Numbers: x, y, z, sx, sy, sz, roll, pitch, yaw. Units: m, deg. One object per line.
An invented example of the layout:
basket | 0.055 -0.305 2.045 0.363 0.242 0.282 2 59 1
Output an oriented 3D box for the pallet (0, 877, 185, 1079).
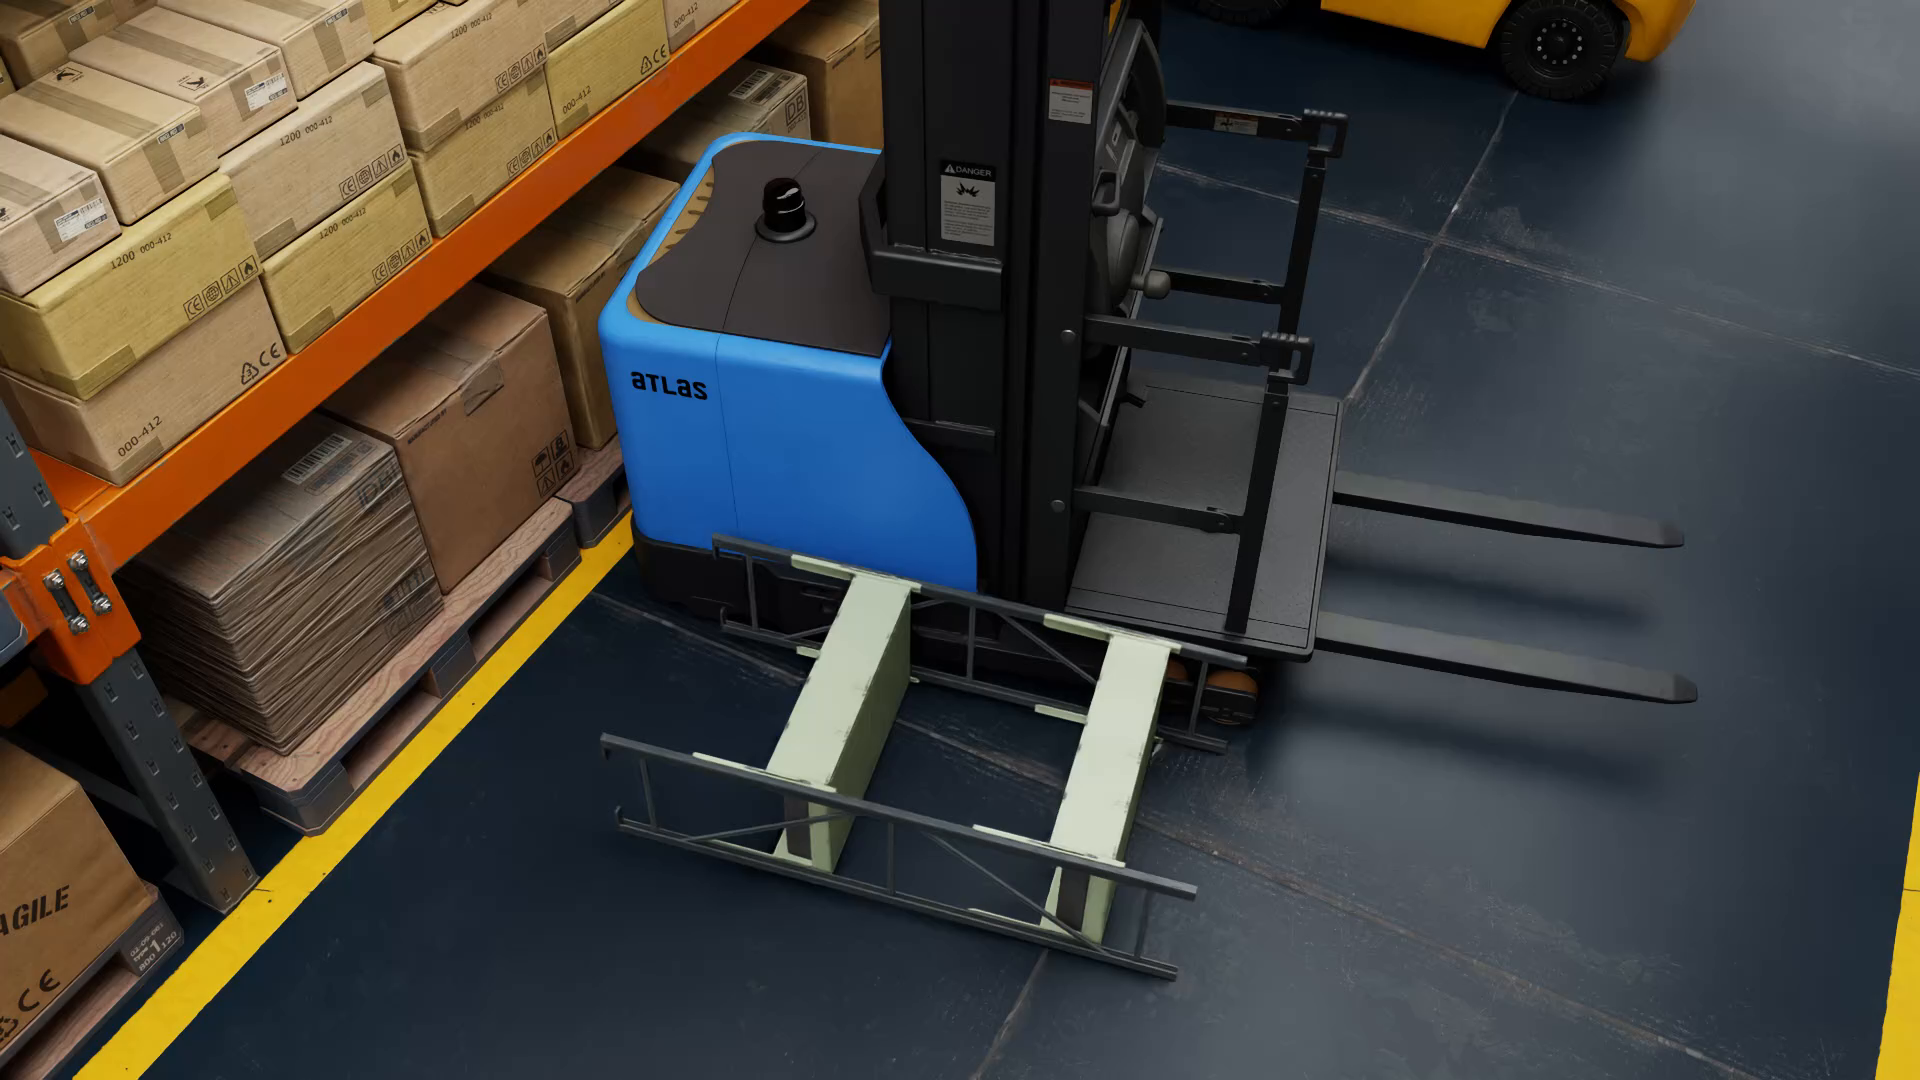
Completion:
pallet | -2.685 1.152 3.963 1.003 0.211 1.213 20 49 19

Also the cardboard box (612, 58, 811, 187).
cardboard box | -1.048 -1.301 5.801 0.875 0.625 0.625 20 49 19

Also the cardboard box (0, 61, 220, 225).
cardboard box | -1.773 -0.822 3.427 0.380 0.149 0.250 21 49 20

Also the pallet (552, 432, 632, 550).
pallet | -1.321 -0.578 5.672 1.003 0.211 1.213 20 49 19

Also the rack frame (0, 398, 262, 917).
rack frame | -2.305 -0.286 3.424 1.000 3.000 0.127 20 49 19

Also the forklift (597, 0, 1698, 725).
forklift | 0.607 -0.924 4.103 3.031 2.935 1.130 10 46 10

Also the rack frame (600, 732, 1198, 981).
rack frame | -0.175 0.789 4.140 1.500 0.400 0.023 13 47 10

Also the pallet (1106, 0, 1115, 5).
pallet | 0.523 -3.085 8.150 1.003 0.211 1.213 20 49 19

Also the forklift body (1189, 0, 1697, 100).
forklift body | 2.144 -3.231 6.931 2.313 2.155 1.214 20 49 19

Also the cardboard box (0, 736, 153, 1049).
cardboard box | -2.311 0.782 3.830 0.500 0.500 0.500 22 49 20

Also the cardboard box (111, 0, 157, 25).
cardboard box | -2.084 -1.344 3.943 0.380 0.149 0.250 20 49 18

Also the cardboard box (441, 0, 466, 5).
cardboard box | -1.306 -1.470 4.067 0.380 0.149 0.250 21 49 20

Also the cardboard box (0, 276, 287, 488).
cardboard box | -1.883 -0.433 3.674 0.500 0.250 0.500 21 49 19

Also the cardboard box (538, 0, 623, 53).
cardboard box | -1.176 -1.577 4.454 0.500 0.250 0.500 21 49 20

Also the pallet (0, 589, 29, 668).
pallet | -2.558 0.231 3.047 1.213 0.211 1.003 20 49 19

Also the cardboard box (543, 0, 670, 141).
cardboard box | -1.170 -1.401 4.631 0.500 0.250 0.500 22 49 20

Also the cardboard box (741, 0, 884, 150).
cardboard box | -0.681 -1.787 6.281 0.875 0.625 0.625 23 50 21

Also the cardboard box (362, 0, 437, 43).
cardboard box | -1.477 -1.329 3.928 0.380 0.149 0.250 21 49 19

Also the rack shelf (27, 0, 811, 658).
rack shelf | -1.377 -1.294 4.925 1.077 0.370 4.000 20 49 19

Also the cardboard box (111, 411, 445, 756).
cardboard box | -2.003 0.012 4.503 0.875 0.625 0.625 22 49 20

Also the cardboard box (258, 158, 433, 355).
cardboard box | -1.645 -0.748 3.986 0.500 0.250 0.500 19 48 18

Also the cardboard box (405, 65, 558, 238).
cardboard box | -1.412 -1.075 4.309 0.500 0.250 0.500 19 48 18

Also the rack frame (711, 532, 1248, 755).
rack frame | 0.027 0.289 4.634 1.500 0.400 0.023 13 47 10

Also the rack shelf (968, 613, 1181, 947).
rack shelf | 0.301 0.624 4.320 0.370 0.431 0.720 13 47 10

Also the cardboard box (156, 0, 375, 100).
cardboard box | -1.567 -1.161 3.762 0.380 0.149 0.250 21 49 19

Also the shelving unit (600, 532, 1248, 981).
shelving unit | -0.074 0.539 4.387 1.500 0.431 0.755 13 47 10

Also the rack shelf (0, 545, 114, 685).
rack shelf | -3.234 1.226 2.435 1.077 0.370 4.000 20 49 19

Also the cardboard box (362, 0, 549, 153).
cardboard box | -1.390 -1.247 4.128 0.500 0.250 0.500 19 48 18

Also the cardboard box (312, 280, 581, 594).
cardboard box | -1.707 -0.402 4.913 0.875 0.625 0.625 22 49 20

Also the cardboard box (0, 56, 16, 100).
cardboard box | -2.311 -1.023 3.626 0.380 0.149 0.250 22 49 20

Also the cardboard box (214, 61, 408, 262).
cardboard box | -1.649 -0.923 3.808 0.500 0.250 0.500 22 49 20

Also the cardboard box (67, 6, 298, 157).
cardboard box | -1.677 -0.992 3.595 0.380 0.149 0.250 22 49 20

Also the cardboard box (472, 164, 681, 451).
cardboard box | -1.395 -0.826 5.332 0.875 0.625 0.625 19 48 17

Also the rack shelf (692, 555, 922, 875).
rack shelf | -0.387 0.468 4.444 0.370 0.431 0.720 13 47 10

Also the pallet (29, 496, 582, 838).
pallet | -1.888 0.188 4.916 1.003 0.211 1.213 20 49 19

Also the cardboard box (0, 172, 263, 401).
cardboard box | -1.861 -0.600 3.488 0.500 0.250 0.500 20 49 19

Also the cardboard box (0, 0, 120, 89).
cardboard box | -2.137 -1.166 3.767 0.380 0.149 0.250 20 49 19

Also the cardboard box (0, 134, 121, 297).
cardboard box | -1.896 -0.653 3.260 0.380 0.149 0.250 22 49 20

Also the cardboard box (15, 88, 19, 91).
cardboard box | -2.107 -1.107 3.989 0.500 0.250 0.500 21 49 19

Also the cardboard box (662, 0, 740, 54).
cardboard box | -0.937 -1.729 4.955 0.500 0.250 0.500 21 49 19
